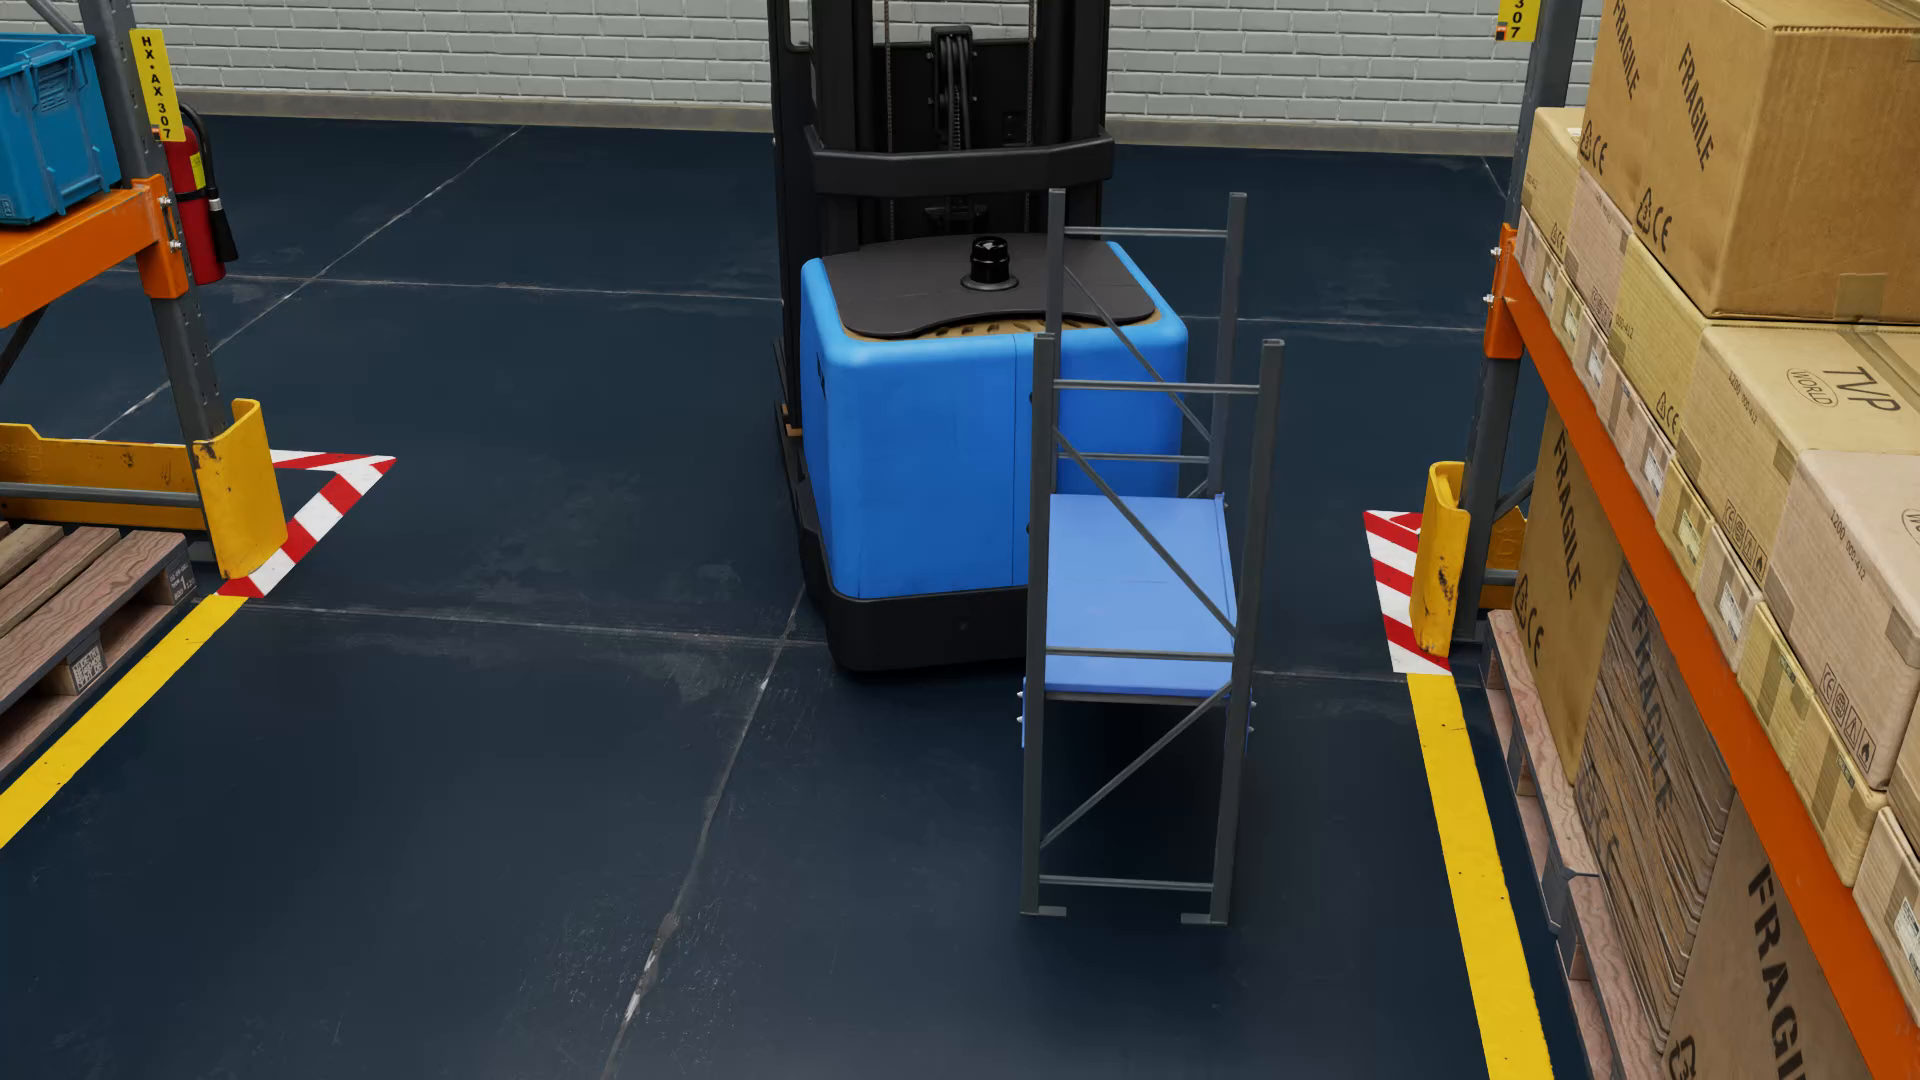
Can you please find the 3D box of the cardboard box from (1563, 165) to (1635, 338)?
[{"bbox_3d":[1.621,-0.611,3.567,0.500,0.250,0.500,3,28,6],"label":"cardboard box"}]

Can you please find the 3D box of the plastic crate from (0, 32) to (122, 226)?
[{"bbox_3d":[-2.766,-1.163,4.646,0.616,0.435,0.499,3,28,6],"label":"plastic crate"}]

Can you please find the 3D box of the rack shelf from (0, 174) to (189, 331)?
[{"bbox_3d":[-3.155,-0.031,3.404,1.077,0.370,4.000,3,28,6],"label":"rack shelf"}]

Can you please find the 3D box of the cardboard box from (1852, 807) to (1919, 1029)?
[{"bbox_3d":[1.322,0.466,1.987,0.380,0.149,0.250,4,29,7],"label":"cardboard box"}]

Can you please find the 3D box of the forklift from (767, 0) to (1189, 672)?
[{"bbox_3d":[-0.109,-1.582,5.597,1.130,2.935,3.031,-5,29,-9],"label":"forklift"}]

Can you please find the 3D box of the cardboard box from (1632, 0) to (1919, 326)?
[{"bbox_3d":[1.560,-0.707,2.953,0.500,0.500,0.500,3,28,5],"label":"cardboard box"}]

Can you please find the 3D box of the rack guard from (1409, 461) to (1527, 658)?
[{"bbox_3d":[2.008,0.087,5.061,1.175,0.500,0.348,3,28,6],"label":"rack guard"}]

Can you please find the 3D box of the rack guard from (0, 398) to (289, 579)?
[{"bbox_3d":[-2.920,-0.201,5.596,1.175,0.500,0.348,3,28,6],"label":"rack guard"}]

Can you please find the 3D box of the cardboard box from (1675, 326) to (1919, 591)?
[{"bbox_3d":[1.497,-0.129,2.671,0.500,0.250,0.500,3,28,5],"label":"cardboard box"}]

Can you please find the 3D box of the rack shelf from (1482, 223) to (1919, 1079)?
[{"bbox_3d":[1.760,0.256,2.870,1.077,0.370,4.000,3,28,6],"label":"rack shelf"}]

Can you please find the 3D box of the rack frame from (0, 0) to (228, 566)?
[{"bbox_3d":[-2.910,-1.290,4.981,1.000,3.000,0.127,3,28,6],"label":"rack frame"}]

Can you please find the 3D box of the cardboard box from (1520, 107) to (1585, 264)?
[{"bbox_3d":[1.678,-0.856,4.021,0.500,0.250,0.500,3,28,5],"label":"cardboard box"}]

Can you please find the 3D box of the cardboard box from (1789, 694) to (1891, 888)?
[{"bbox_3d":[1.353,0.345,2.212,0.380,0.149,0.250,4,29,7],"label":"cardboard box"}]

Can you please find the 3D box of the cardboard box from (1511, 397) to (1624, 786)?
[{"bbox_3d":[2.006,0.055,4.283,0.875,0.875,0.875,3,28,6],"label":"cardboard box"}]

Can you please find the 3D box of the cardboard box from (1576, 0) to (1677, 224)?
[{"bbox_3d":[1.617,-0.951,3.407,0.500,0.500,0.500,3,28,5],"label":"cardboard box"}]

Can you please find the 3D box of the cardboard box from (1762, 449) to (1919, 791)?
[{"bbox_3d":[1.432,0.109,2.229,0.500,0.250,0.500,4,29,7],"label":"cardboard box"}]

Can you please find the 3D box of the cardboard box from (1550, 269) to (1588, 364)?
[{"bbox_3d":[1.573,-0.502,3.784,0.380,0.149,0.250,3,28,5],"label":"cardboard box"}]

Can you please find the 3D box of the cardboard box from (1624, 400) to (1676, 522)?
[{"bbox_3d":[1.479,-0.138,3.108,0.380,0.149,0.250,3,28,6],"label":"cardboard box"}]

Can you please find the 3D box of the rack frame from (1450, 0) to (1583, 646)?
[{"bbox_3d":[2.005,-1.002,4.447,1.000,3.000,0.127,3,28,6],"label":"rack frame"}]

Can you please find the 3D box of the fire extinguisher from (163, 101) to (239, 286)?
[{"bbox_3d":[-2.441,-1.136,5.171,0.296,0.674,0.183,3,28,6],"label":"fire extinguisher"}]

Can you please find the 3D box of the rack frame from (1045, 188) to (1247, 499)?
[{"bbox_3d":[0.477,-0.224,4.584,0.500,1.500,0.032,2,28,4],"label":"rack frame"}]

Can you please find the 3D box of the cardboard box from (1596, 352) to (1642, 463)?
[{"bbox_3d":[1.510,-0.259,3.334,0.380,0.149,0.250,3,28,5],"label":"cardboard box"}]

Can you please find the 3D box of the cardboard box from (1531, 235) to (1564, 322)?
[{"bbox_3d":[1.604,-0.622,4.007,0.380,0.149,0.250,3,28,5],"label":"cardboard box"}]

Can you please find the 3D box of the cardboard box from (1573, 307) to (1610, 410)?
[{"bbox_3d":[1.542,-0.379,3.556,0.380,0.149,0.250,3,28,5],"label":"cardboard box"}]

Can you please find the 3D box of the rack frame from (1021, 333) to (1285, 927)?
[{"bbox_3d":[0.398,0.257,3.692,0.500,1.500,0.032,2,28,4],"label":"rack frame"}]

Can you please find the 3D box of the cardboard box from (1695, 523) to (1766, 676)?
[{"bbox_3d":[1.417,0.105,2.658,0.380,0.149,0.250,4,29,7],"label":"cardboard box"}]

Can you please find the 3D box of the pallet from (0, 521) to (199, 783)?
[{"bbox_3d":[-3.050,0.324,4.926,1.003,0.211,1.213,3,28,6],"label":"pallet"}]

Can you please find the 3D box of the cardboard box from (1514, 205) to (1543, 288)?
[{"bbox_3d":[1.634,-0.743,4.232,0.380,0.149,0.250,4,29,7],"label":"cardboard box"}]

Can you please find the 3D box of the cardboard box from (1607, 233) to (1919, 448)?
[{"bbox_3d":[1.556,-0.375,3.128,0.500,0.250,0.500,2,28,4],"label":"cardboard box"}]

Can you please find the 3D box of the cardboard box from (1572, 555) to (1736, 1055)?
[{"bbox_3d":[1.895,0.483,3.488,0.875,0.875,0.875,3,28,6],"label":"cardboard box"}]

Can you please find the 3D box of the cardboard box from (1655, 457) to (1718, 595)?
[{"bbox_3d":[1.447,-0.019,2.888,0.380,0.149,0.250,3,28,5],"label":"cardboard box"}]

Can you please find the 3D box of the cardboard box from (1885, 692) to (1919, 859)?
[{"bbox_3d":[1.370,0.349,1.783,0.500,0.250,0.500,4,29,8],"label":"cardboard box"}]

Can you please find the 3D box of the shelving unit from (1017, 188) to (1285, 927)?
[{"bbox_3d":[0.437,0.017,4.138,0.538,1.500,1.048,2,28,4],"label":"shelving unit"}]

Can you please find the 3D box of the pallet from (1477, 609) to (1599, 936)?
[{"bbox_3d":[1.985,0.607,4.401,1.003,0.211,1.213,3,28,6],"label":"pallet"}]

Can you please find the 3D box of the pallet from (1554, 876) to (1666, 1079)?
[{"bbox_3d":[1.833,1.180,3.338,1.003,0.211,1.213,3,28,6],"label":"pallet"}]

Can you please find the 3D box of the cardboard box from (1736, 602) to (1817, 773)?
[{"bbox_3d":[1.384,0.224,2.436,0.380,0.149,0.250,3,28,5],"label":"cardboard box"}]

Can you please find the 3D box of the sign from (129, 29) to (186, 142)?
[{"bbox_3d":[-2.362,-1.337,4.897,0.100,0.325,0.005,3,28,6],"label":"sign"}]

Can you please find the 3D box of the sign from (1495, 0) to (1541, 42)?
[{"bbox_3d":[1.455,-1.453,4.288,0.100,0.325,0.005,3,28,6],"label":"sign"}]

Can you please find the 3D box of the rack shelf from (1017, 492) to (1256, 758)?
[{"bbox_3d":[0.437,0.175,4.223,0.538,0.185,1.000,2,28,4],"label":"rack shelf"}]

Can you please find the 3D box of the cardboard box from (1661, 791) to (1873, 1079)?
[{"bbox_3d":[1.786,0.902,2.710,0.875,0.875,0.875,3,28,6],"label":"cardboard box"}]
